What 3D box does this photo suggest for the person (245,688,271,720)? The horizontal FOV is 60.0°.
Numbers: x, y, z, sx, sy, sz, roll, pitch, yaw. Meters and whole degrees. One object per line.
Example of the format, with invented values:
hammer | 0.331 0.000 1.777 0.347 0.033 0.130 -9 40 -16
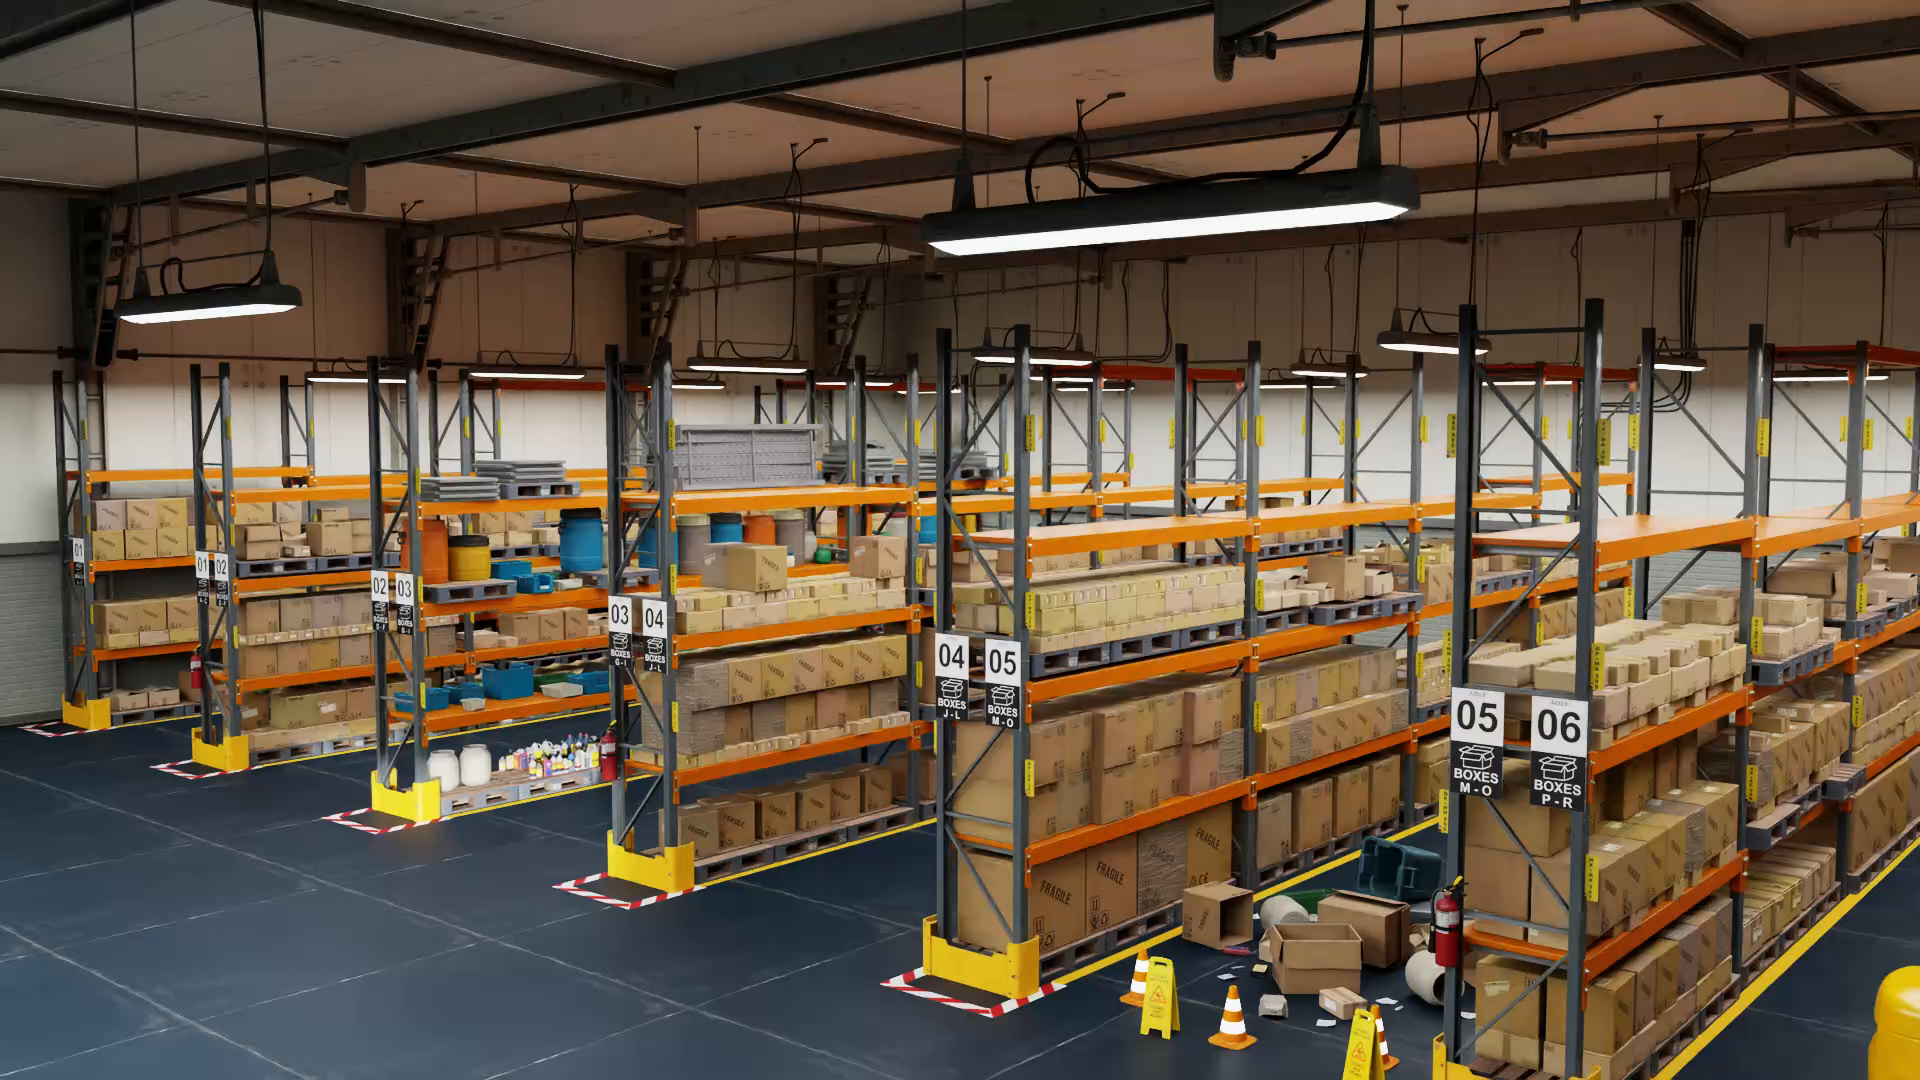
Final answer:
person | -11.324 2.359 26.894 0.658 1.738 0.601 3 5 33
